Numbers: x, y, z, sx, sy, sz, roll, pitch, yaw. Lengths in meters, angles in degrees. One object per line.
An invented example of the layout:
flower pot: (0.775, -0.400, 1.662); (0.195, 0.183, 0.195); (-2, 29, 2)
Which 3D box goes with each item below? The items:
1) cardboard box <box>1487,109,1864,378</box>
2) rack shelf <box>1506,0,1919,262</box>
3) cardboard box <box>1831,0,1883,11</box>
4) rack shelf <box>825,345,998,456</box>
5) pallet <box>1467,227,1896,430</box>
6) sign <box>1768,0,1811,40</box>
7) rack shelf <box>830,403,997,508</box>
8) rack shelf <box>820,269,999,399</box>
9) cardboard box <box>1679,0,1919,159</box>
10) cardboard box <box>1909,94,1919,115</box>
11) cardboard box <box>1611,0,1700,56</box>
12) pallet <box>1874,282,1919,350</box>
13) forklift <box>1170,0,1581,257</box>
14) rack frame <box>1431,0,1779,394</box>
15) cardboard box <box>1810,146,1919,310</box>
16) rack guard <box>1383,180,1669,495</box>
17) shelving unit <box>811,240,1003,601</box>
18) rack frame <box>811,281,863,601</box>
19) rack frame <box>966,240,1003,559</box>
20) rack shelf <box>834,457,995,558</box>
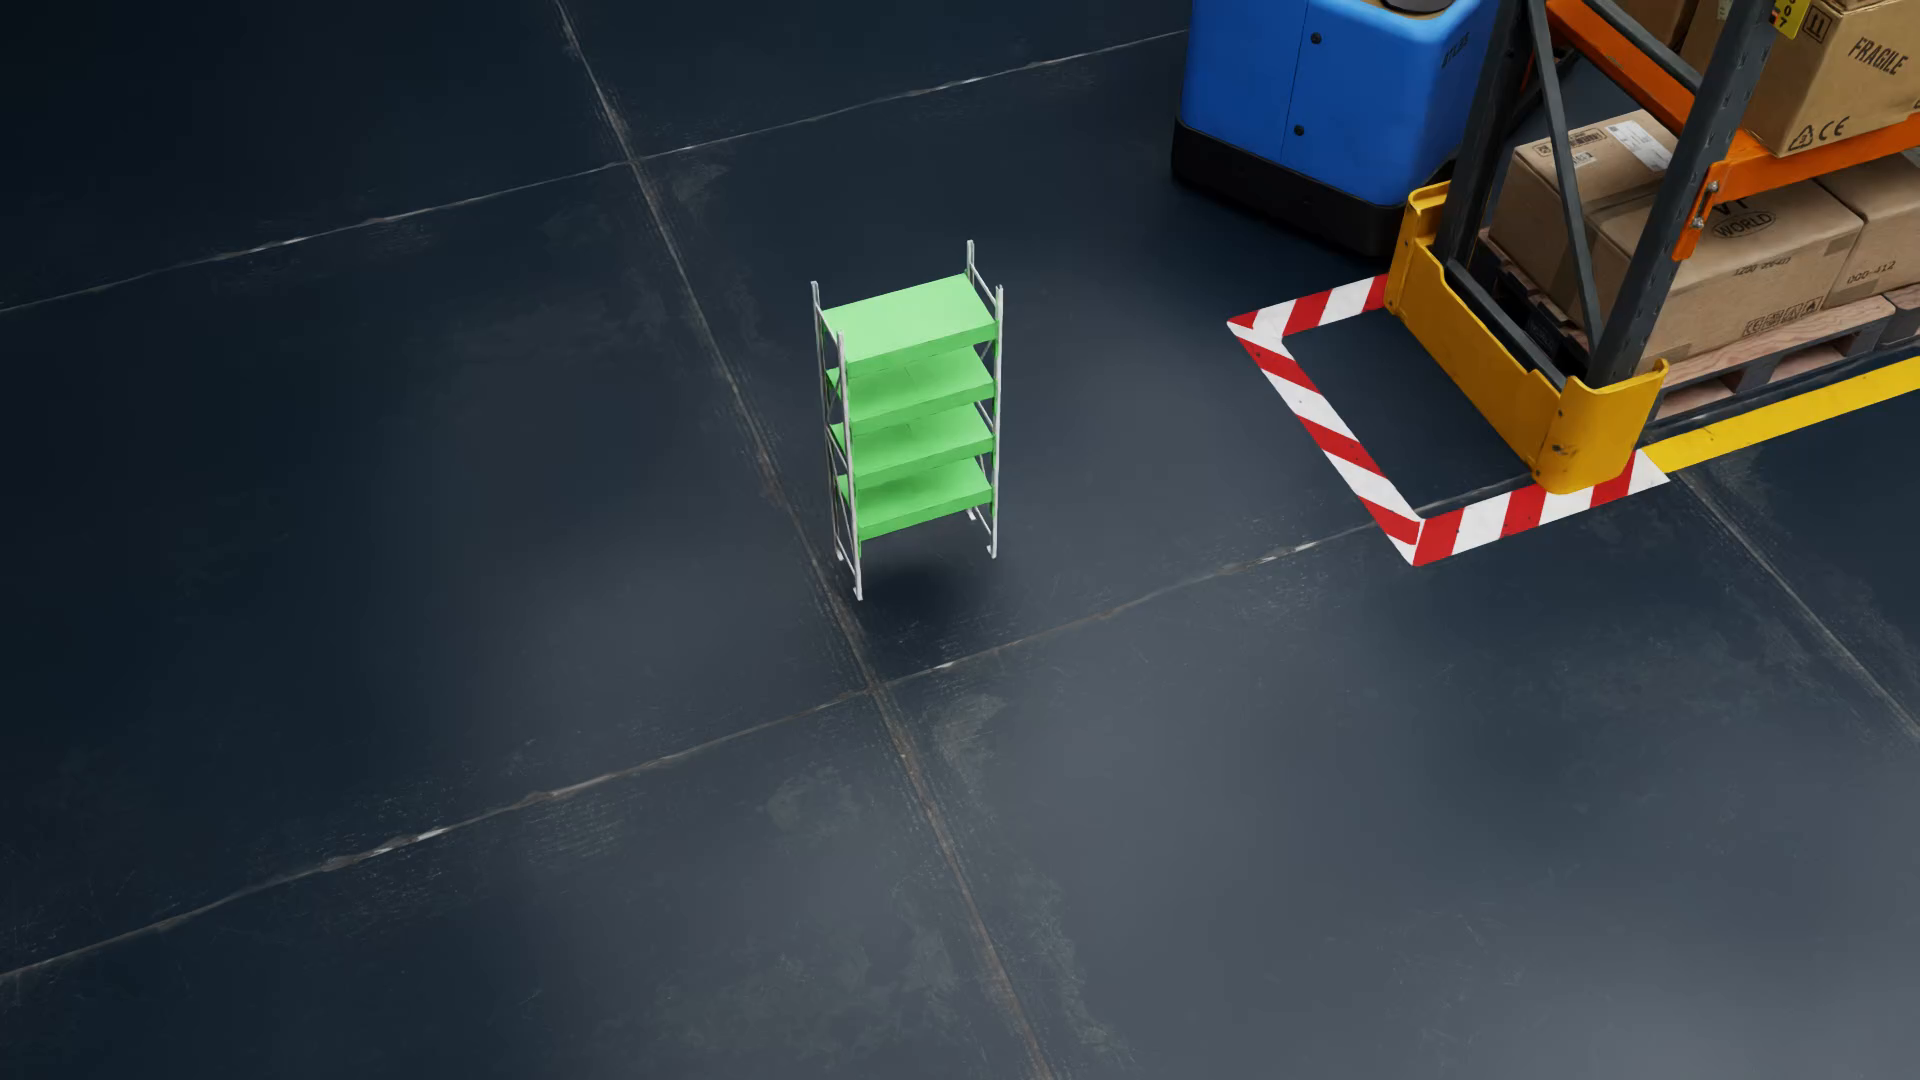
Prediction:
cardboard box: (2.622, -1.150, 6.172); (0.875, 0.438, 0.875); (-19, 52, -15)
rack shelf: (3.900, -1.927, 5.902); (4.000, 0.370, 1.077); (-17, 52, -14)
cardboard box: (2.601, -1.884, 4.666); (0.500, 0.500, 0.500); (-18, 52, -15)
rack shelf: (-0.153, -0.458, 5.120); (0.480, 0.148, 0.258); (-17, 52, -14)
pallet: (2.759, -0.964, 6.439); (1.213, 0.211, 1.003); (-17, 52, -14)
sign: (2.253, -1.504, 4.442); (0.005, 0.325, 0.100); (-17, 52, -14)
rack shelf: (-0.153, -0.302, 5.303); (0.480, 0.148, 0.258); (-17, 52, -14)
rack shelf: (-0.153, -0.615, 4.938); (0.480, 0.148, 0.258); (-17, 52, -14)
cardboard box: (2.602, -1.557, 5.044); (0.500, 0.500, 0.500); (-18, 52, -15)
cardboard box: (3.059, -1.721, 5.185); (0.500, 0.500, 0.500); (-18, 52, -15)
cardboard box: (2.395, -1.945, 5.377); (0.500, 0.500, 0.500); (-17, 51, -14)
pallet: (3.887, -1.311, 6.737); (1.213, 0.211, 1.003); (-17, 52, -14)
forklift: (2.172, -3.162, 6.534); (1.130, 2.935, 3.031); (30, 55, 23)
rack frame: (2.049, -1.588, 5.137); (0.127, 3.000, 1.000); (-17, 52, -14)
cardboard box: (3.466, -1.418, 6.403); (0.875, 0.438, 0.875); (-16, 51, -13)
rack guard: (2.026, -0.767, 6.079); (0.348, 0.500, 1.175); (-17, 52, -14)
shelving unit: (-0.153, -0.343, 5.254); (0.503, 1.200, 0.258); (-17, 52, -14)
rack frame: (-0.379, -0.273, 5.194); (0.015, 1.200, 0.240); (-17, 52, -14)
rack frame: (0.073, -0.413, 5.314); (0.015, 1.200, 0.240); (-17, 52, -14)
rack shelf: (-0.153, -0.145, 5.485); (0.480, 0.148, 0.258); (-17, 52, -14)
